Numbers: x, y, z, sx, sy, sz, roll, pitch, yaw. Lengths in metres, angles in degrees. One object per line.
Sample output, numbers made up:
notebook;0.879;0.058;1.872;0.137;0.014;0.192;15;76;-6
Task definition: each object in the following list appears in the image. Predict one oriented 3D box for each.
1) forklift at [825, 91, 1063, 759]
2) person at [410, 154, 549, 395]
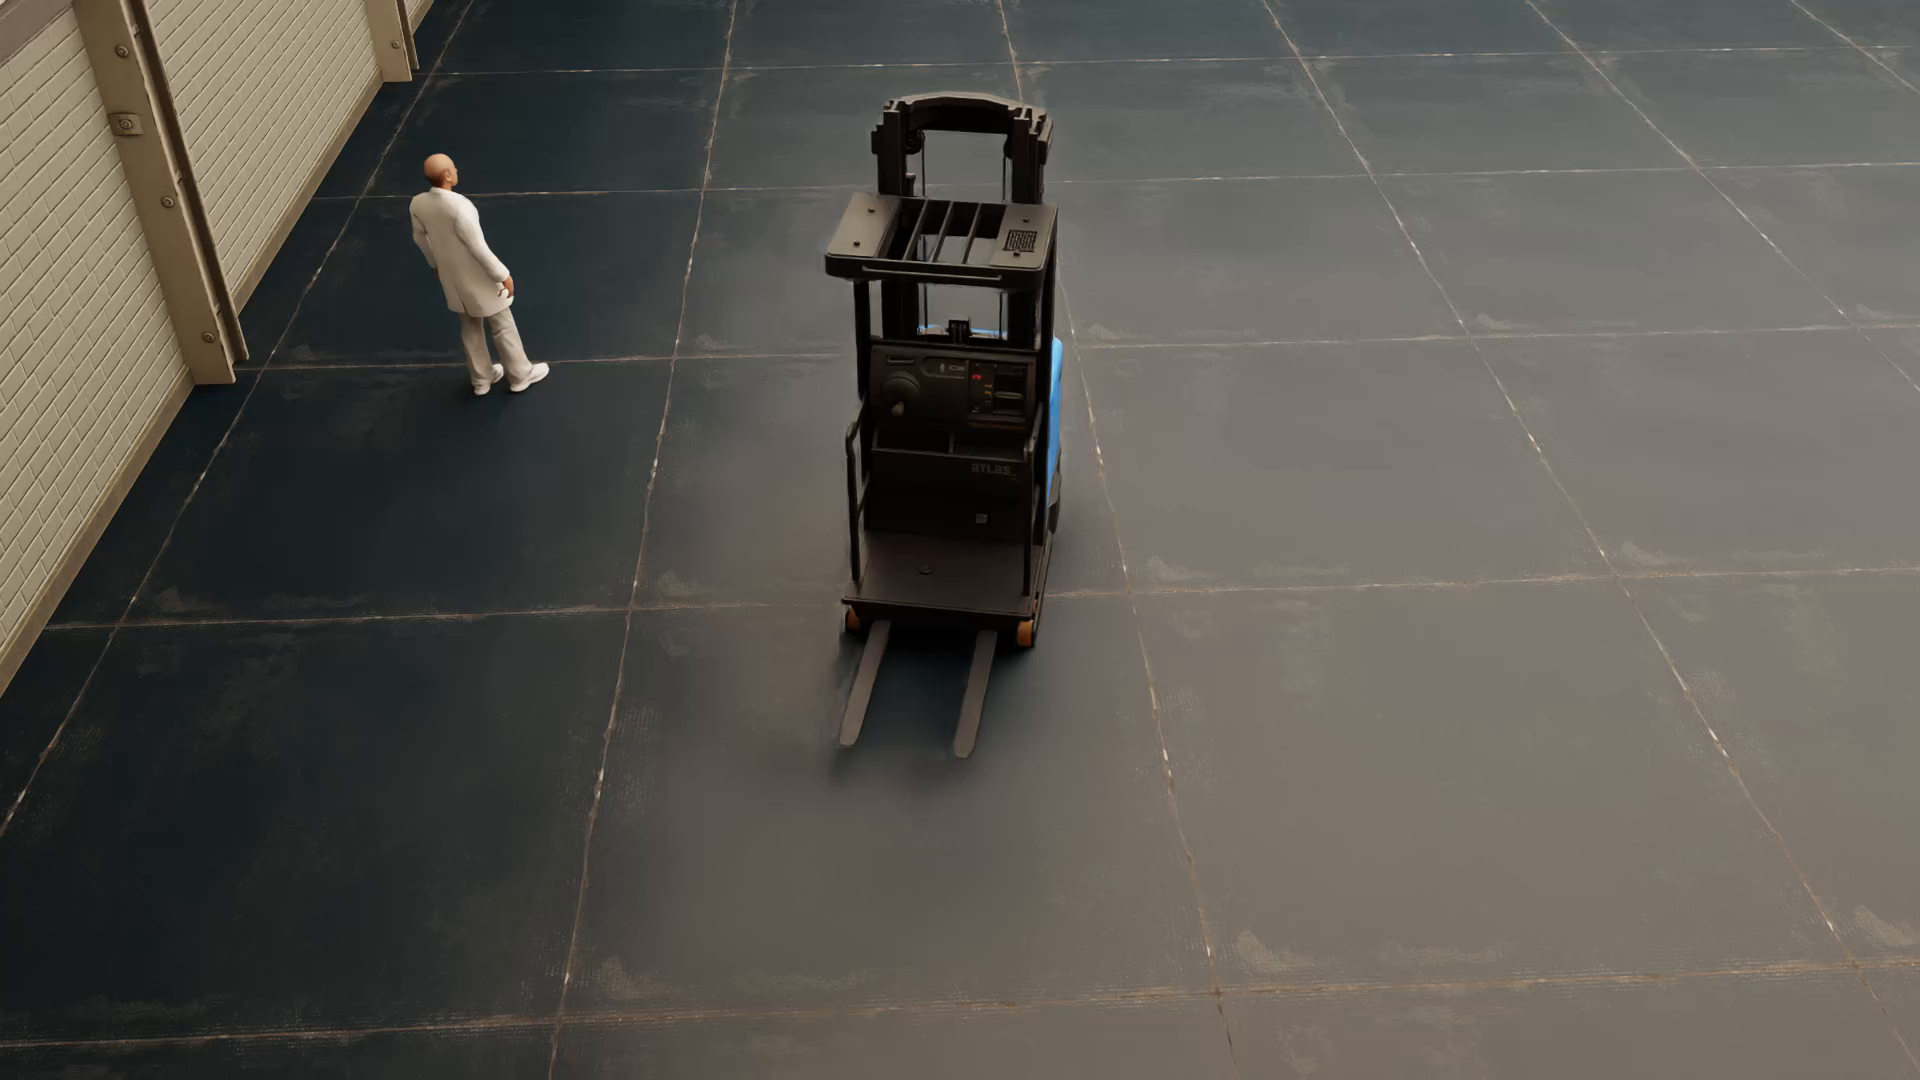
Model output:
forklift;-0.071;-0.789;9.094;1.130;2.935;3.031;5;36;7
person;-3.351;-1.871;11.556;0.730;1.782;0.571;16;39;21
